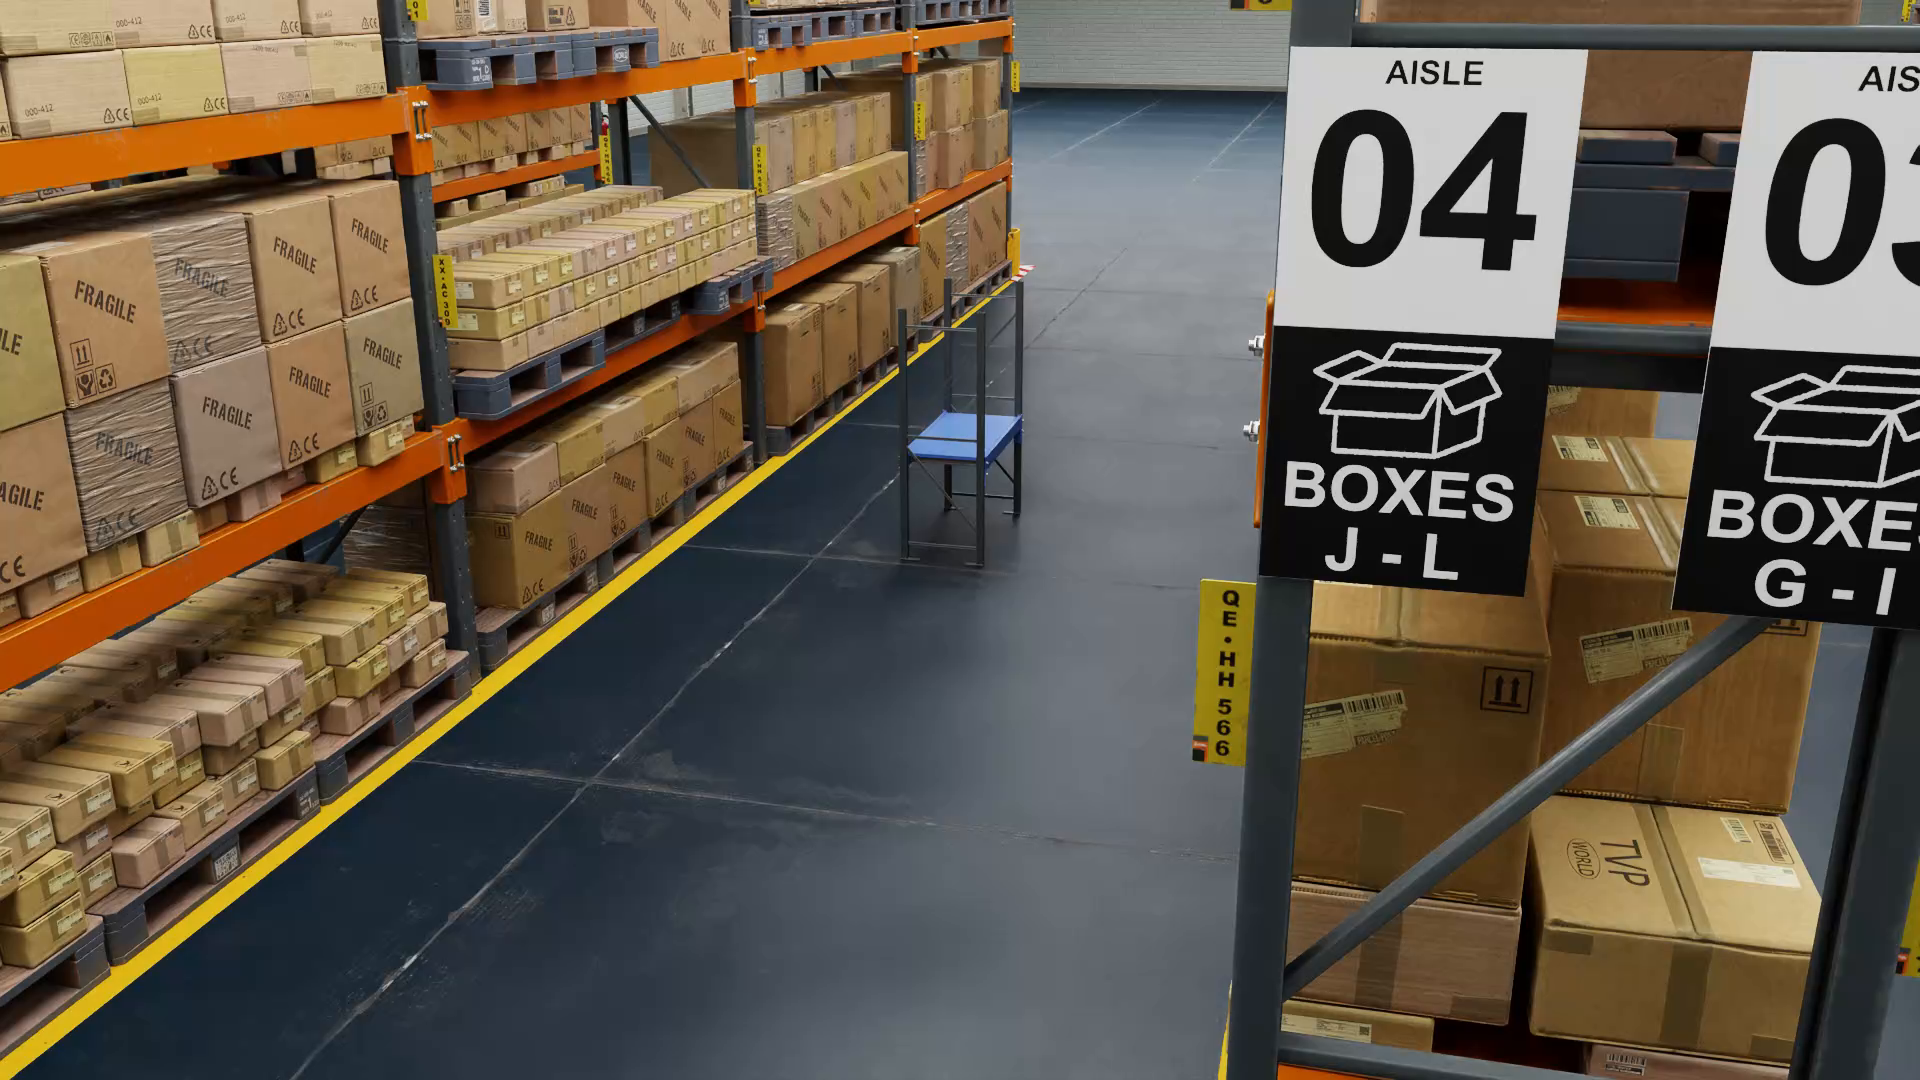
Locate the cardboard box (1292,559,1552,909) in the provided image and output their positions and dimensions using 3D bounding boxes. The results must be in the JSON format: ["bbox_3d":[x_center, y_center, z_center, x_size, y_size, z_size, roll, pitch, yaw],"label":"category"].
[{"bbox_3d":[0.827,0.331,3.190,0.500,0.500,0.500,5,19,14],"label":"cardboard box"}]

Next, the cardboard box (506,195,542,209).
[{"bbox_3d":[-4.935,-3.528,18.319,0.500,0.500,0.500,4,19,12],"label":"cardboard box"}]

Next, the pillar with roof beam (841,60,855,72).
[{"bbox_3d":[0.908,-17.014,46.078,9.100,9.000,0.400,5,19,13],"label":"pillar with roof beam"}]

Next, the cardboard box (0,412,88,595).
[{"bbox_3d":[-3.207,-0.124,5.294,0.500,0.500,0.500,5,19,14],"label":"cardboard box"}]

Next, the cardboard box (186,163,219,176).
[{"bbox_3d":[-6.237,-3.035,13.167,0.500,0.500,0.500,6,20,16],"label":"cardboard box"}]

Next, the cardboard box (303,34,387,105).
[{"bbox_3d":[-2.703,-1.921,6.764,0.500,0.250,0.500,5,20,15],"label":"cardboard box"}]

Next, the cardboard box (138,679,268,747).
[{"bbox_3d":[-2.927,0.667,6.433,0.380,0.149,0.250,4,19,11],"label":"cardboard box"}]

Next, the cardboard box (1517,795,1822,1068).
[{"bbox_3d":[1.342,0.730,3.181,0.500,0.250,0.500,4,19,12],"label":"cardboard box"}]

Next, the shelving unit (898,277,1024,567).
[{"bbox_3d":[0.021,-0.736,10.023,0.538,1.500,1.048,5,19,13],"label":"shelving unit"}]

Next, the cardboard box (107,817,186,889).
[{"bbox_3d":[-3.061,1.120,6.029,0.380,0.149,0.250,4,19,11],"label":"cardboard box"}]

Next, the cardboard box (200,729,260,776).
[{"bbox_3d":[-3.001,0.791,6.531,0.380,0.149,0.250,4,19,11],"label":"cardboard box"}]

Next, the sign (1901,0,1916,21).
[{"bbox_3d":[9.142,-5.163,16.009,0.100,0.325,0.005,5,19,13],"label":"sign"}]

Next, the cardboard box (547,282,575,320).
[{"bbox_3d":[-2.179,-1.218,8.392,0.380,0.149,0.250,5,20,15],"label":"cardboard box"}]

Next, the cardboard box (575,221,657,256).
[{"bbox_3d":[-1.925,-1.687,9.304,0.380,0.149,0.250,5,20,15],"label":"cardboard box"}]

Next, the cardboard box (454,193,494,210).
[{"bbox_3d":[-5.097,-3.533,17.332,0.380,0.149,0.250,5,20,15],"label":"cardboard box"}]

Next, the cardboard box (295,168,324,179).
[{"bbox_3d":[-5.836,-3.193,14.634,0.380,0.149,0.250,5,19,13],"label":"cardboard box"}]

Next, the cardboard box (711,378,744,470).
[{"bbox_3d":[-1.775,-0.791,11.080,0.500,0.500,0.500,5,19,13],"label":"cardboard box"}]

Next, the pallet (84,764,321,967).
[{"bbox_3d":[-3.271,1.168,6.440,1.003,0.211,1.213,5,19,13],"label":"pallet"}]

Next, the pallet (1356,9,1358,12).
[{"bbox_3d":[3.641,-3.978,12.842,1.213,0.211,1.003,5,19,13],"label":"pallet"}]

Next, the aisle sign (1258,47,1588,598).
[{"bbox_3d":[0.654,-0.302,2.410,0.394,0.787,0.004,5,19,13],"label":"aisle sign"}]

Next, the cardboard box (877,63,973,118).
[{"bbox_3d":[-0.355,-4.634,17.210,0.875,0.550,0.550,5,19,13],"label":"cardboard box"}]

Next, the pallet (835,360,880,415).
[{"bbox_3d":[-1.302,-1.305,13.681,1.003,0.211,1.213,5,19,13],"label":"pallet"}]

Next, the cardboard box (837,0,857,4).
[{"bbox_3d":[-1.105,-4.312,12.864,0.500,0.311,0.500,4,19,11],"label":"cardboard box"}]

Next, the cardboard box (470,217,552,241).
[{"bbox_3d":[-2.553,-1.744,9.471,0.380,0.149,0.250,4,19,13],"label":"cardboard box"}]

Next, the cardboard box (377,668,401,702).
[{"bbox_3d":[-2.755,0.627,7.472,0.380,0.149,0.250,5,20,15],"label":"cardboard box"}]

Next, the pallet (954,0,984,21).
[{"bbox_3d":[-0.380,-5.270,16.472,1.003,0.211,1.213,5,19,13],"label":"pallet"}]

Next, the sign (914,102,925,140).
[{"bbox_3d":[-0.362,-3.726,14.787,0.100,0.325,0.005,5,19,13],"label":"sign"}]

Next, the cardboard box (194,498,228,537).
[{"bbox_3d":[-3.006,-0.111,6.260,0.380,0.149,0.250,4,19,13],"label":"cardboard box"}]

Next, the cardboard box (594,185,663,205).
[{"bbox_3d":[-2.169,-2.232,10.901,0.380,0.149,0.250,5,19,13],"label":"cardboard box"}]

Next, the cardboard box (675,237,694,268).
[{"bbox_3d":[-1.797,-1.709,9.829,0.380,0.149,0.250,5,19,13],"label":"cardboard box"}]

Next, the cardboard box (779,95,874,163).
[{"bbox_3d":[-1.130,-3.459,13.971,0.700,0.500,0.500,4,19,12],"label":"cardboard box"}]

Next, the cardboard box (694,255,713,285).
[{"bbox_3d":[-1.732,-1.655,10.130,0.380,0.149,0.250,4,19,13],"label":"cardboard box"}]

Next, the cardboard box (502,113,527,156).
[{"bbox_3d":[-4.998,-4.394,17.797,0.500,0.500,0.500,5,19,14],"label":"cardboard box"}]

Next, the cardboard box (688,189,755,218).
[{"bbox_3d":[-1.543,-2.173,10.728,0.380,0.149,0.250,4,19,11],"label":"cardboard box"}]

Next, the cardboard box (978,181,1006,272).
[{"bbox_3d":[-0.015,-3.485,18.387,0.875,0.875,0.875,5,19,14],"label":"cardboard box"}]

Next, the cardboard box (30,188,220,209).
[{"bbox_3d":[-3.303,-1.124,6.674,0.500,0.500,0.500,4,19,12],"label":"cardboard box"}]

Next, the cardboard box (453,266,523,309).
[{"bbox_3d":[-2.303,-1.197,7.869,0.380,0.149,0.250,6,20,16],"label":"cardboard box"}]

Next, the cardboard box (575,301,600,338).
[{"bbox_3d":[-2.113,-1.159,8.679,0.380,0.149,0.250,5,19,14],"label":"cardboard box"}]

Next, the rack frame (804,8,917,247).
[{"bbox_3d":[-0.890,-3.256,15.078,1.000,3.000,0.127,5,19,13],"label":"rack frame"}]

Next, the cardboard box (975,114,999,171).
[{"bbox_3d":[-0.073,-4.286,17.864,0.875,0.550,0.550,5,19,13],"label":"cardboard box"}]

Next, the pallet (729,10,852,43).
[{"bbox_3d":[-1.491,-3.889,12.583,1.003,0.211,1.213,6,20,16],"label":"pallet"}]

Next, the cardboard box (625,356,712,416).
[{"bbox_3d":[-1.893,-0.978,10.469,0.500,0.250,0.500,5,19,14],"label":"cardboard box"}]

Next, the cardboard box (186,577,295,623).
[{"bbox_3d":[-3.255,0.294,7.527,0.380,0.149,0.250,6,20,16],"label":"cardboard box"}]

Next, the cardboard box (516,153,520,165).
[{"bbox_3d":[-5.014,-4.138,18.050,0.380,0.149,0.250,5,19,13],"label":"cardboard box"}]

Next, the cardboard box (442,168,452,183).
[{"bbox_3d":[-5.316,-3.653,16.629,0.380,0.149,0.250,5,20,15],"label":"cardboard box"}]

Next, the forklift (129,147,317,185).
[{"bbox_3d":[-4.440,-1.755,10.791,1.130,2.935,3.031,5,19,14],"label":"forklift"}]

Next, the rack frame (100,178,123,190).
[{"bbox_3d":[-6.692,-2.361,12.459,1.000,3.000,0.127,5,19,13],"label":"rack frame"}]

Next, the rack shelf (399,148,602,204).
[{"bbox_3d":[-5.226,-3.901,18.082,1.077,0.370,4.000,5,19,13],"label":"rack shelf"}]

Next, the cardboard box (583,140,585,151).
[{"bbox_3d":[-4.622,-4.616,19.449,0.380,0.149,0.250,5,20,15],"label":"cardboard box"}]

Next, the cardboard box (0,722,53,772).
[{"bbox_3d":[-3.573,0.784,6.091,0.380,0.149,0.250,4,19,12],"label":"cardboard box"}]

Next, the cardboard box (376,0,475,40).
[{"bbox_3d":[-2.646,-2.524,7.491,0.700,0.500,0.500,5,19,13],"label":"cardboard box"}]

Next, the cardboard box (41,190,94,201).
[{"bbox_3d":[-6.564,-2.355,11.900,0.500,0.250,0.500,5,19,13],"label":"cardboard box"}]

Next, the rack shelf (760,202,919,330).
[{"bbox_3d":[-1.379,-2.288,13.359,1.077,0.370,4.000,5,19,13],"label":"rack shelf"}]

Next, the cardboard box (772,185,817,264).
[{"bbox_3d":[-1.375,-2.328,12.208,0.500,0.500,0.500,4,19,13],"label":"cardboard box"}]

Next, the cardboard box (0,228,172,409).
[{"bbox_3d":[-3.068,-0.755,5.596,0.500,0.500,0.500,4,19,12],"label":"cardboard box"}]
